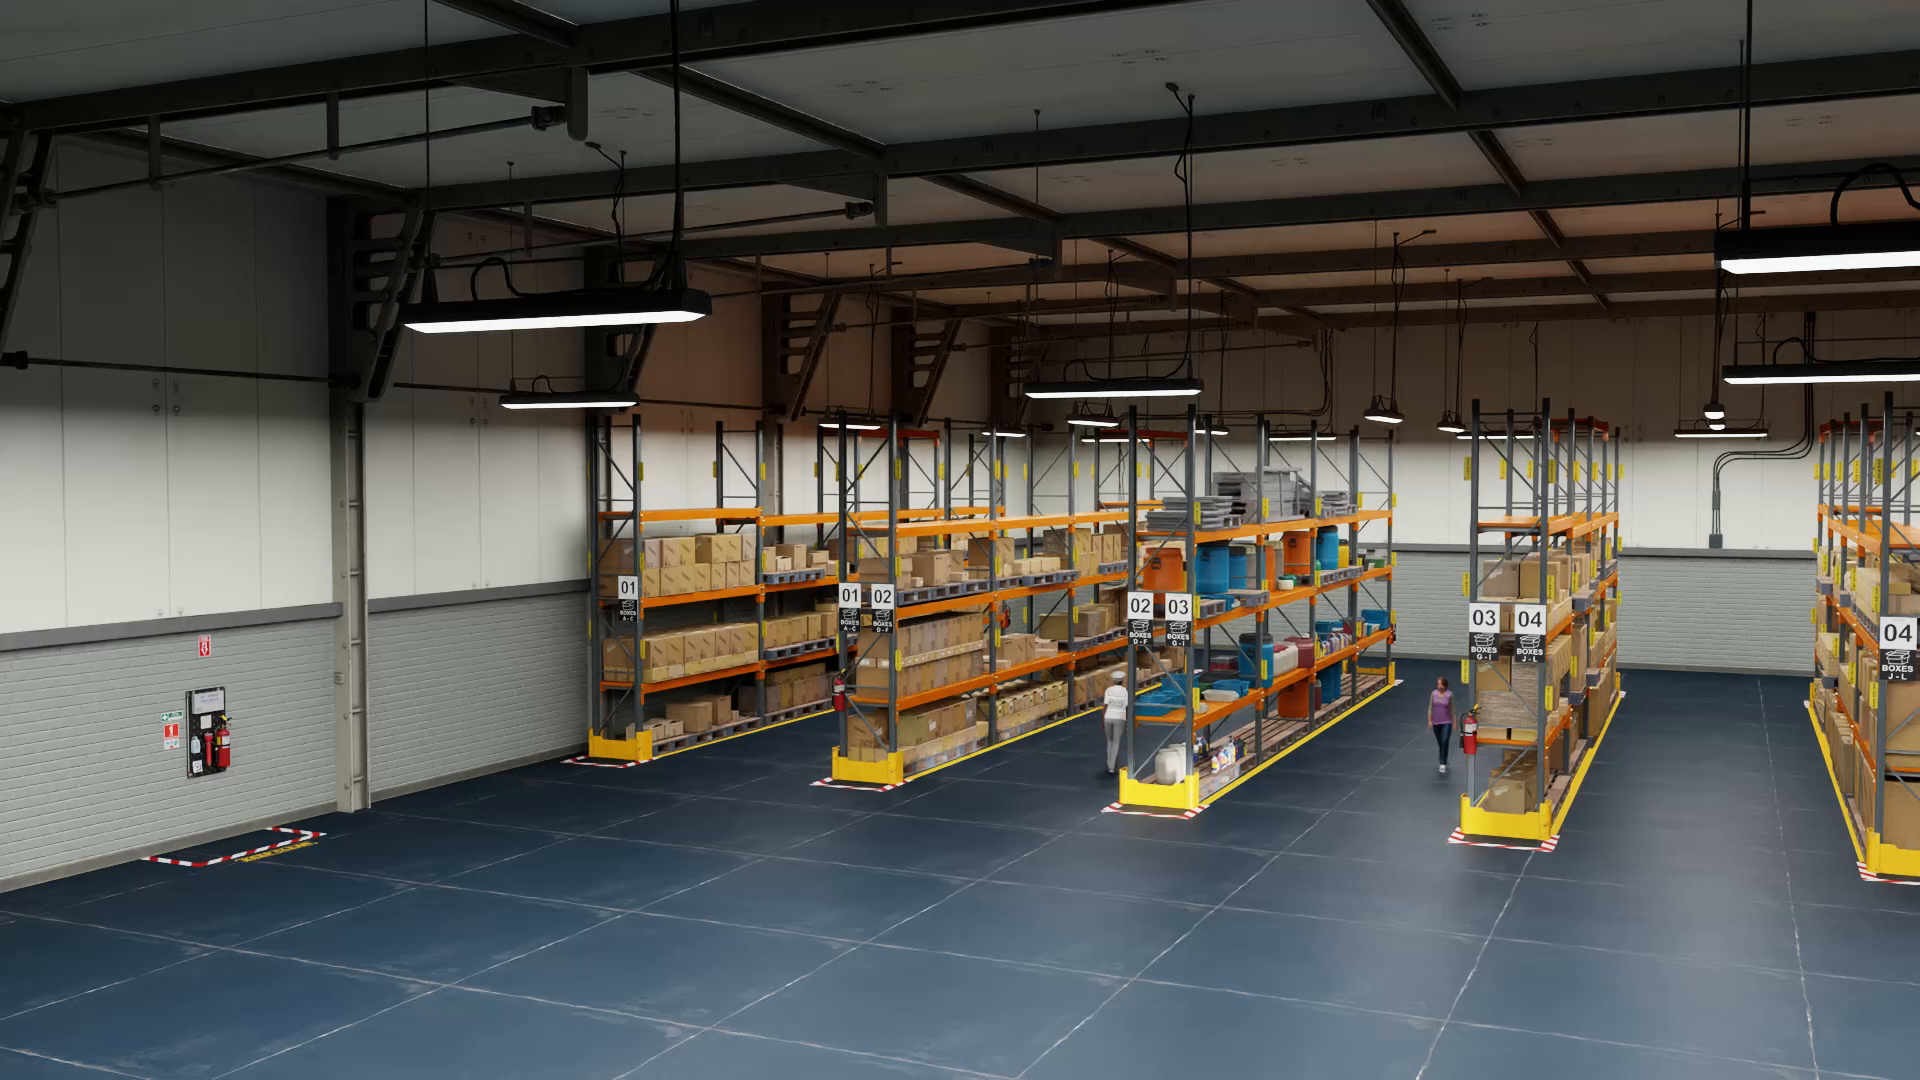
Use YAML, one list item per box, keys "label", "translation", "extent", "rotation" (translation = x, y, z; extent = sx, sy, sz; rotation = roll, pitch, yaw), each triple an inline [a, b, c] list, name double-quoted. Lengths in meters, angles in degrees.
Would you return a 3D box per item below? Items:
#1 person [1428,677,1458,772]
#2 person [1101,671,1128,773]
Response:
- label: "person"
  translation: [8.010, 3.060, 27.694]
  extent: [0.445, 1.557, 0.890]
  rotation: [2, 3, 36]
- label: "person"
  translation: [2.591, 3.052, 27.648]
  extent: [0.460, 1.730, 0.597]
  rotation: [1, 3, 21]
